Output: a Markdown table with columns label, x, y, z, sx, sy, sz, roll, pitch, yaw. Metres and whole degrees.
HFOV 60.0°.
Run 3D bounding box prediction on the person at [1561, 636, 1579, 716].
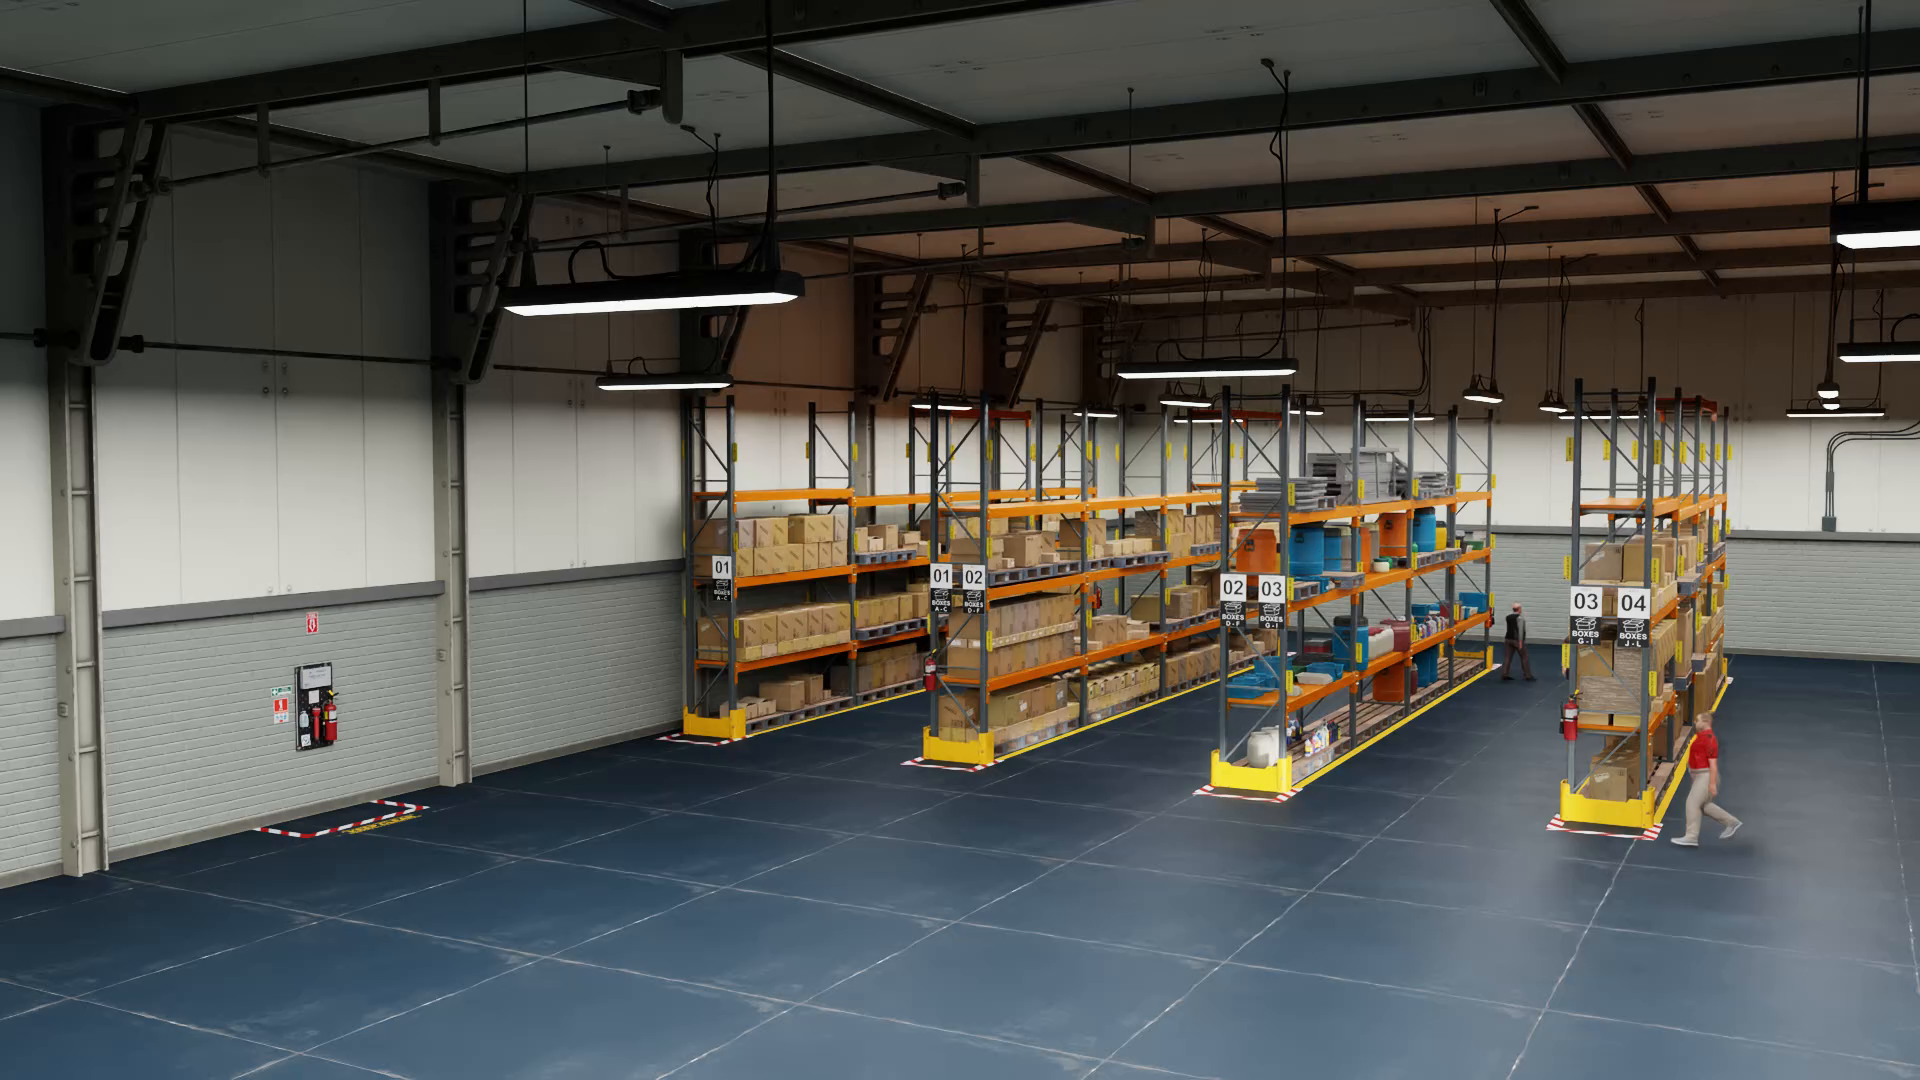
| label | x | y | z | sx | sy | sz | roll | pitch | yaw |
| --- | --- | --- | --- | --- | --- | --- | --- | --- | --- |
| person | 11.713 | 2.455 | 31.564 | 0.594 | 1.770 | 0.920 | 3 | 4 | 40 |

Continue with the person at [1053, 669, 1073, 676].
| label | x | y | z | sx | sy | sz | roll | pitch | yaw |
| --- | --- | --- | --- | --- | --- | --- | --- | --- | --- |
| person | 2.186 | 2.387 | 34.491 | 0.537 | 1.618 | 0.613 | 3 | 4 | 42 |

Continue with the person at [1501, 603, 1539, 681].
| label | x | y | z | sx | sy | sz | roll | pitch | yaw |
| --- | --- | --- | --- | --- | --- | --- | --- | --- | --- |
| person | 12.185 | 2.228 | 36.396 | 0.829 | 1.698 | 0.574 | -2 | 3 | -30 |

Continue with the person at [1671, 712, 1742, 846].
| label | x | y | z | sx | sy | sz | roll | pitch | yaw |
| --- | --- | --- | --- | --- | --- | --- | --- | --- | --- |
| person | 9.515 | 3.029 | 21.117 | 0.934 | 1.686 | 0.532 | 0 | 3 | 4 |
